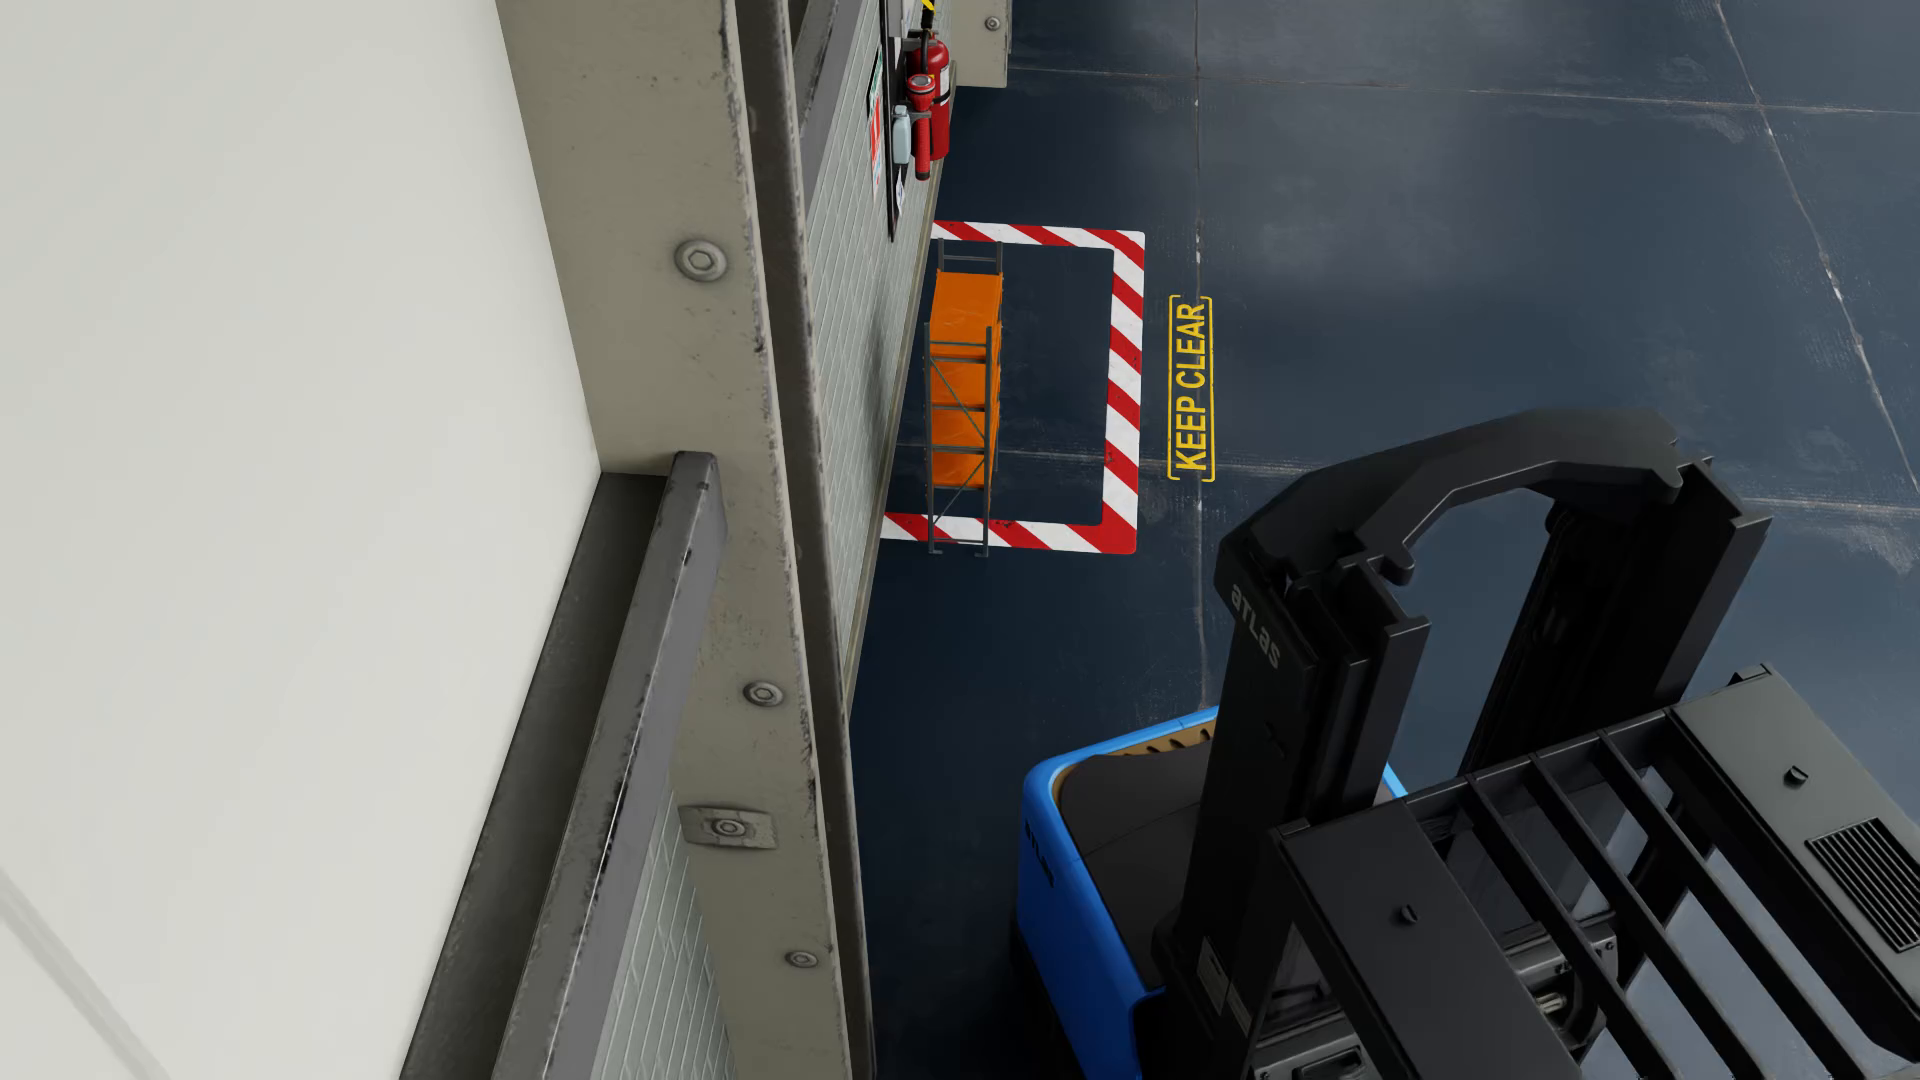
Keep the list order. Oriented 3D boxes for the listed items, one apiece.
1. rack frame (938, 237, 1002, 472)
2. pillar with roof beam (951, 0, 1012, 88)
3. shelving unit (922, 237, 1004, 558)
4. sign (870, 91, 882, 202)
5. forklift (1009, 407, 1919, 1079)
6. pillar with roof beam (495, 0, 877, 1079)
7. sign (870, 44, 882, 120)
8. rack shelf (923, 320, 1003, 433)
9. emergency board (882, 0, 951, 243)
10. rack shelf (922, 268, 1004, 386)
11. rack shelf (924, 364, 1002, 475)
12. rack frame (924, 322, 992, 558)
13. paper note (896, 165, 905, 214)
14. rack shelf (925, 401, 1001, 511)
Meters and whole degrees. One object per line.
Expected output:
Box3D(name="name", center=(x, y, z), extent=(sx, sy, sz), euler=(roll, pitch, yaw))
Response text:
Box3D(name="rack frame", center=(0.037, -0.706, 6.608), extent=(0.240, 1.200, 0.015), euler=(4, 48, 4))
Box3D(name="pillar with roof beam", center=(4.401, -5.357, 5.577), extent=(9.100, 9.000, 0.400), euler=(4, 48, 4))
Box3D(name="shelving unit", center=(0.015, -0.527, 6.444), extent=(0.258, 1.200, 0.503), euler=(4, 48, 4))
Box3D(name="sign", center=(-0.303, -1.421, 6.019), extent=(0.001, 0.329, 0.234), euler=(4, 48, 4))
Box3D(name="forklift", center=(1.156, 1.276, 3.623), extent=(1.130, 2.935, 3.031), euler=(-16, 49, -14))
Box3D(name="pillar with roof beam", center=(3.854, -0.948, 1.545), extent=(9.100, 9.000, 0.400), euler=(4, 48, 4))
Box3D(name="sign", center=(-0.294, -1.603, 5.826), extent=(0.001, 0.109, 0.331), euler=(4, 48, 4))
Box3D(name="rack shelf", center=(0.015, -0.632, 6.329), extent=(0.258, 0.148, 0.480), euler=(4, 48, 4))
Box3D(name="emergency board", center=(-0.150, -1.808, 6.397), extent=(0.194, 1.169, 0.643), euler=(4, 48, 4))
Box3D(name="rack shelf", center=(0.015, -0.792, 6.154), extent=(0.258, 0.148, 0.480), euler=(4, 48, 4))
Box3D(name="rack shelf", center=(0.015, -0.481, 6.494), extent=(0.258, 0.148, 0.480), euler=(4, 48, 4))
Box3D(name="rack frame", center=(-0.007, -0.347, 6.280), extent=(0.240, 1.200, 0.015), euler=(4, 48, 4))
Box3D(name="paper note", center=(-0.235, -1.386, 6.607), extent=(0.016, 0.148, 0.142), euler=(4, 48, 4))
Box3D(name="rack shelf", center=(0.015, -0.347, 6.641), extent=(0.258, 0.148, 0.480), euler=(4, 48, 4))
